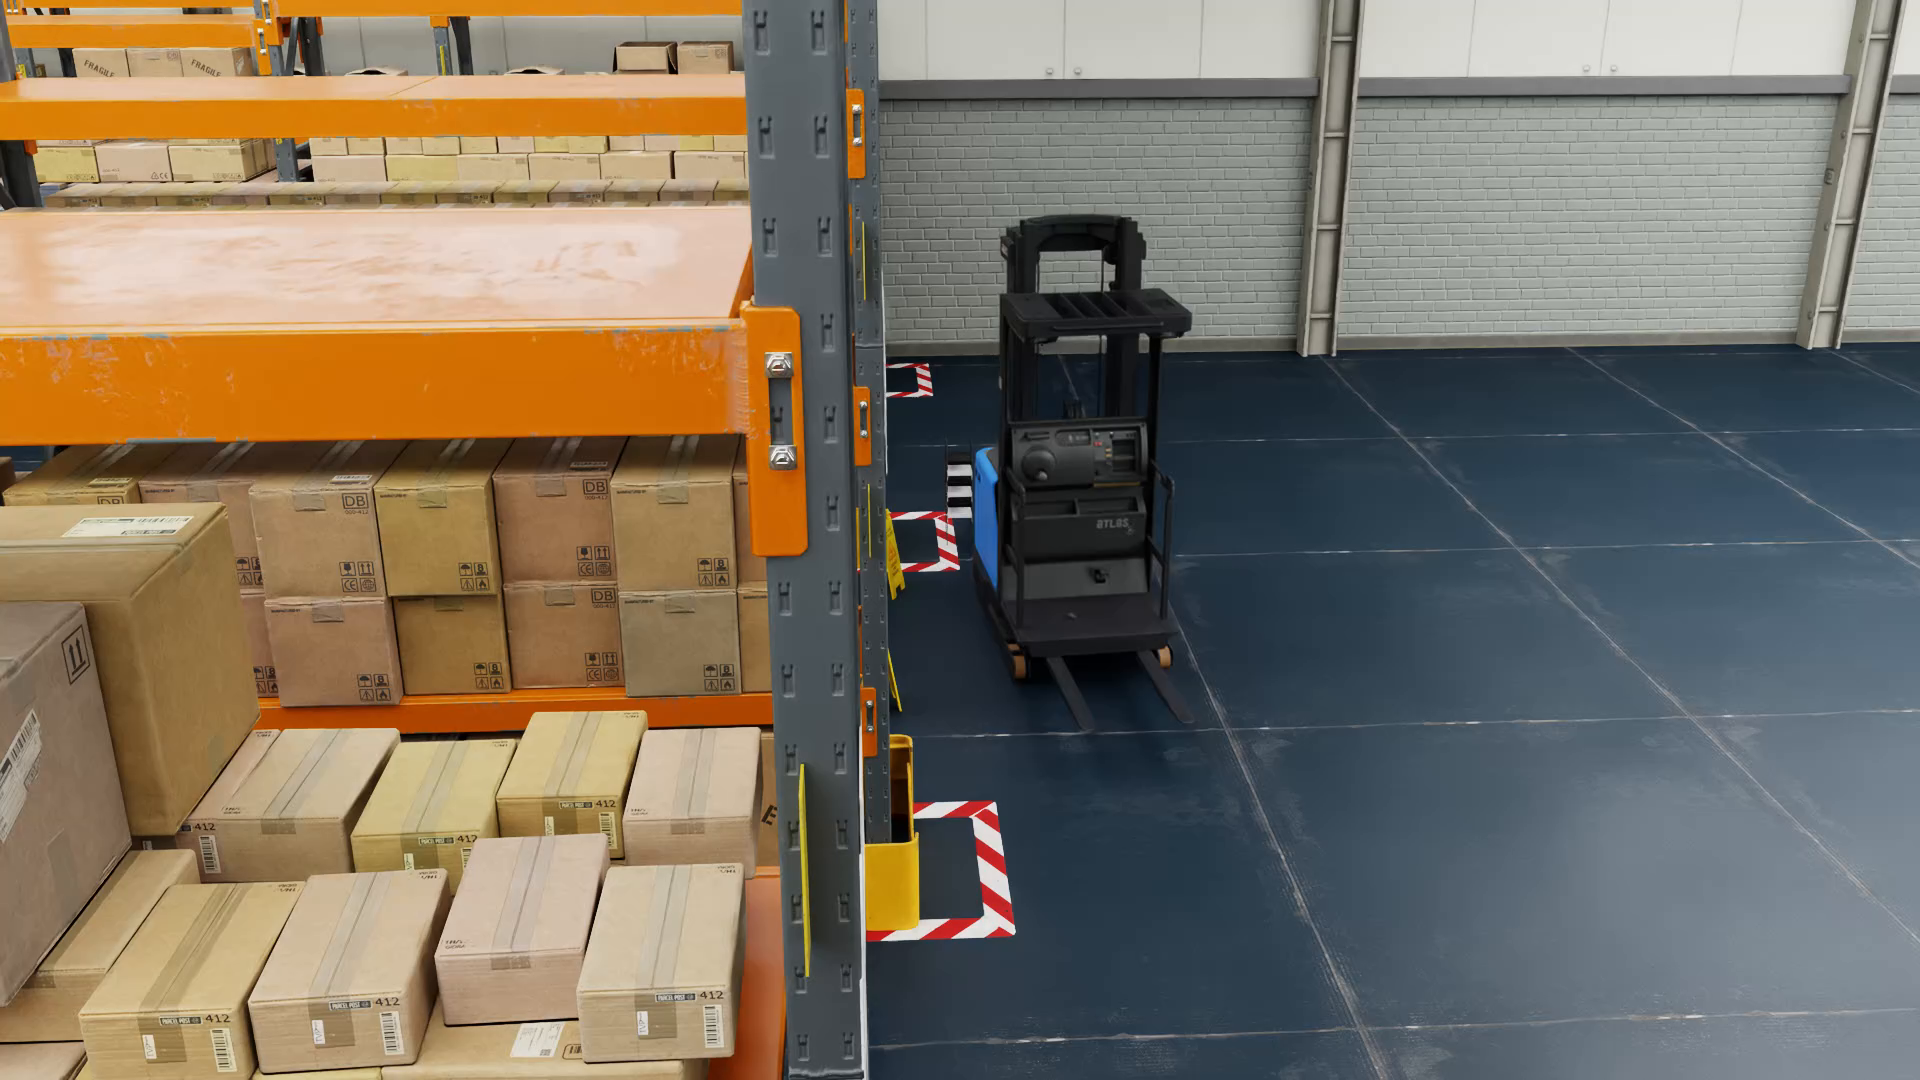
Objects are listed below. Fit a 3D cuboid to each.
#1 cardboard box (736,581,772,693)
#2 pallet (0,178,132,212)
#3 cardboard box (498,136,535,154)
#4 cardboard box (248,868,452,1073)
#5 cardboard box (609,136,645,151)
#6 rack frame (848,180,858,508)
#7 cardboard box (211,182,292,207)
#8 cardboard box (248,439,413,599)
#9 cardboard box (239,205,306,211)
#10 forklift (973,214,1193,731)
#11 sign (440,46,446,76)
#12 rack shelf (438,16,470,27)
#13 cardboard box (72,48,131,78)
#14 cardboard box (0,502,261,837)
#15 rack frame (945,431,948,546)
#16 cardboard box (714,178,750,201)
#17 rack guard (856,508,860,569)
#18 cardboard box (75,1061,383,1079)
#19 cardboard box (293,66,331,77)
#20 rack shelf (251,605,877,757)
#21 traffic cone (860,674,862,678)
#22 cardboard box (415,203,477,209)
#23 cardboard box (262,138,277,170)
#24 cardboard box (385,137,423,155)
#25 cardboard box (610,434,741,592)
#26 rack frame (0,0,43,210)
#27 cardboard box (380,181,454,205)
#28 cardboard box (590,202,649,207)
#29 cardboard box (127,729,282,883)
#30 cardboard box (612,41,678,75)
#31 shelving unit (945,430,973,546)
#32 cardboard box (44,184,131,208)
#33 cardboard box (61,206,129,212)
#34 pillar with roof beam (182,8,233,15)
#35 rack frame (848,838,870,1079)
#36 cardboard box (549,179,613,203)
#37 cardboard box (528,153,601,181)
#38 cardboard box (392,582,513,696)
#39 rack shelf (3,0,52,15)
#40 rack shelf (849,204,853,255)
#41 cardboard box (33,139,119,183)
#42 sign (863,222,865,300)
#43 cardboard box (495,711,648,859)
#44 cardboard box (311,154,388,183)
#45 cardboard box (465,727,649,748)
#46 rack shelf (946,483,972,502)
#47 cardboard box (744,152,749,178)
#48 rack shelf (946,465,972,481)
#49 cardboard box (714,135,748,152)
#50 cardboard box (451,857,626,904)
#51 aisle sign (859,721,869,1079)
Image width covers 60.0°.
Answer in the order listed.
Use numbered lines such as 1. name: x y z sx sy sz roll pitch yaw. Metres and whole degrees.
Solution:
1. cardboard box: -0.803 0.324 8.345 0.550 0.550 0.875 -1 21 -3
2. pallet: -6.470 -2.622 12.341 1.003 0.211 1.213 -1 21 -3
3. cardboard box: -3.182 -2.899 12.035 0.250 0.149 0.380 -1 21 -4
4. cardboard box: -1.046 0.741 2.895 0.250 0.149 0.380 -2 21 -5
5. cardboard box: -2.417 -2.943 12.152 0.250 0.149 0.380 -2 21 -5
6. rack frame: -0.819 -1.386 13.047 0.127 3.000 1.000 -1 21 -3
7. cardboard box: -3.329 -1.584 7.853 0.250 0.149 0.380 -1 21 -2
8. cardboard box: -2.969 -0.133 8.027 0.550 0.550 0.875 -1 21 -3
9. cardboard box: -3.028 -1.357 7.255 0.250 0.149 0.380 -1 21 -2
10. forklift: 0.841 -0.568 10.994 1.130 2.935 3.031 -3 21 -9
11. sign: -5.059 -4.666 16.277 0.005 0.325 0.100 -1 21 -3
12. rack shelf: -3.103 -5.389 16.703 4.000 0.370 1.077 -1 21 -3
13. cardboard box: -8.356 -4.607 16.418 0.500 0.500 0.500 -1 21 -3
14. cardboard box: -1.751 0.247 3.280 0.500 0.500 0.500 -1 21 -3
15. rack frame: -0.109 -0.418 13.455 0.006 0.900 0.240 -1 21 -3
16. cardboard box: -1.037 -1.632 7.977 0.250 0.149 0.380 -1 21 -3
17. rack guard: -0.895 -0.217 13.487 0.348 0.500 1.175 -1 21 -3
18. cardboard box: -1.218 0.913 3.001 0.500 0.250 0.500 -1 21 -3
19. cardboard box: -6.574 -4.555 16.547 0.500 0.311 0.500 -2 21 -5
20. rack shelf: -2.432 0.747 8.455 4.000 0.370 1.077 -1 21 -3
21. traffic cone: -0.772 0.654 11.254 0.334 0.463 0.336 -1 21 -3
22. cardboard box: -2.275 -1.372 7.294 0.250 0.149 0.380 -1 21 -3
23. cardboard box: -5.419 -2.964 12.594 0.500 0.250 0.500 -2 21 -5
24. cardboard box: -3.957 -2.870 11.961 0.250 0.149 0.380 -2 21 -5
25. cardboard box: -1.352 -0.167 8.115 0.550 0.550 0.875 -1 21 -3
26. rack frame: -4.429 -2.352 7.153 0.127 3.000 1.000 -1 21 -3
27. cardboard box: -2.566 -1.600 7.895 0.250 0.149 0.380 -1 21 -2
28. cardboard box: -1.516 -1.387 7.334 0.250 0.149 0.380 -1 21 -2
29. cardboard box: -1.569 0.543 3.414 0.250 0.149 0.380 -1 21 -3
30. cardboard box: -3.148 -4.763 16.825 0.637 0.503 0.797 0 21 -1
31. shelving unit: -0.008 -0.420 13.460 0.210 0.900 0.258 -1 21 -3
32. cardboard box: -4.082 -1.569 7.814 0.250 0.149 0.380 -1 21 -3
33. cardboard box: -3.791 -1.341 7.214 0.250 0.149 0.380 -1 21 -4
34. pillar with roof beam: -7.597 -4.608 13.077 0.400 9.000 9.100 -1 21 -3
35. rack frame: -0.253 2.134 3.800 0.127 3.000 1.000 -1 21 -3
36. cardboard box: -1.802 -1.616 7.936 0.250 0.149 0.380 -2 21 -4
37. cardboard box: -2.838 -2.718 12.121 0.500 0.250 0.500 -1 21 -3
38. cardboard box: -2.444 0.335 8.315 0.500 0.550 0.875 -1 21 -3
39. rack shelf: -11.090 -5.227 16.276 4.000 0.370 1.077 -1 21 -3
40. rack shelf: -2.816 -2.411 12.534 4.000 0.370 1.077 -1 21 -3
41. cardboard box: -6.402 -2.751 12.037 0.500 0.250 0.500 -1 21 -2
42. sign: -0.418 -1.216 7.249 0.005 0.325 0.100 -1 21 -3
43. cardboard box: -0.806 0.510 3.500 0.250 0.149 0.380 -1 21 -2
44. cardboard box: -4.357 -2.688 12.041 0.500 0.250 0.500 -2 21 -4
45. cardboard box: -1.987 1.223 8.590 0.875 0.875 0.875 -1 21 -4
46. rack shelf: -0.008 -0.389 13.472 0.200 0.077 0.258 -1 21 -3
47. cardboard box: -1.314 -2.751 12.208 0.500 0.250 0.500 -1 21 -4
48. rack shelf: -0.008 -0.558 13.408 0.200 0.077 0.258 -1 21 -3
49. cardboard box: -1.653 -2.928 12.113 0.250 0.149 0.380 -1 21 -4
50. cardboard box: -0.749 0.720 3.509 0.500 0.250 0.500 -1 21 -1
51. aisle sign: -0.208 0.811 3.621 0.004 0.787 0.394 -1 21 -3
